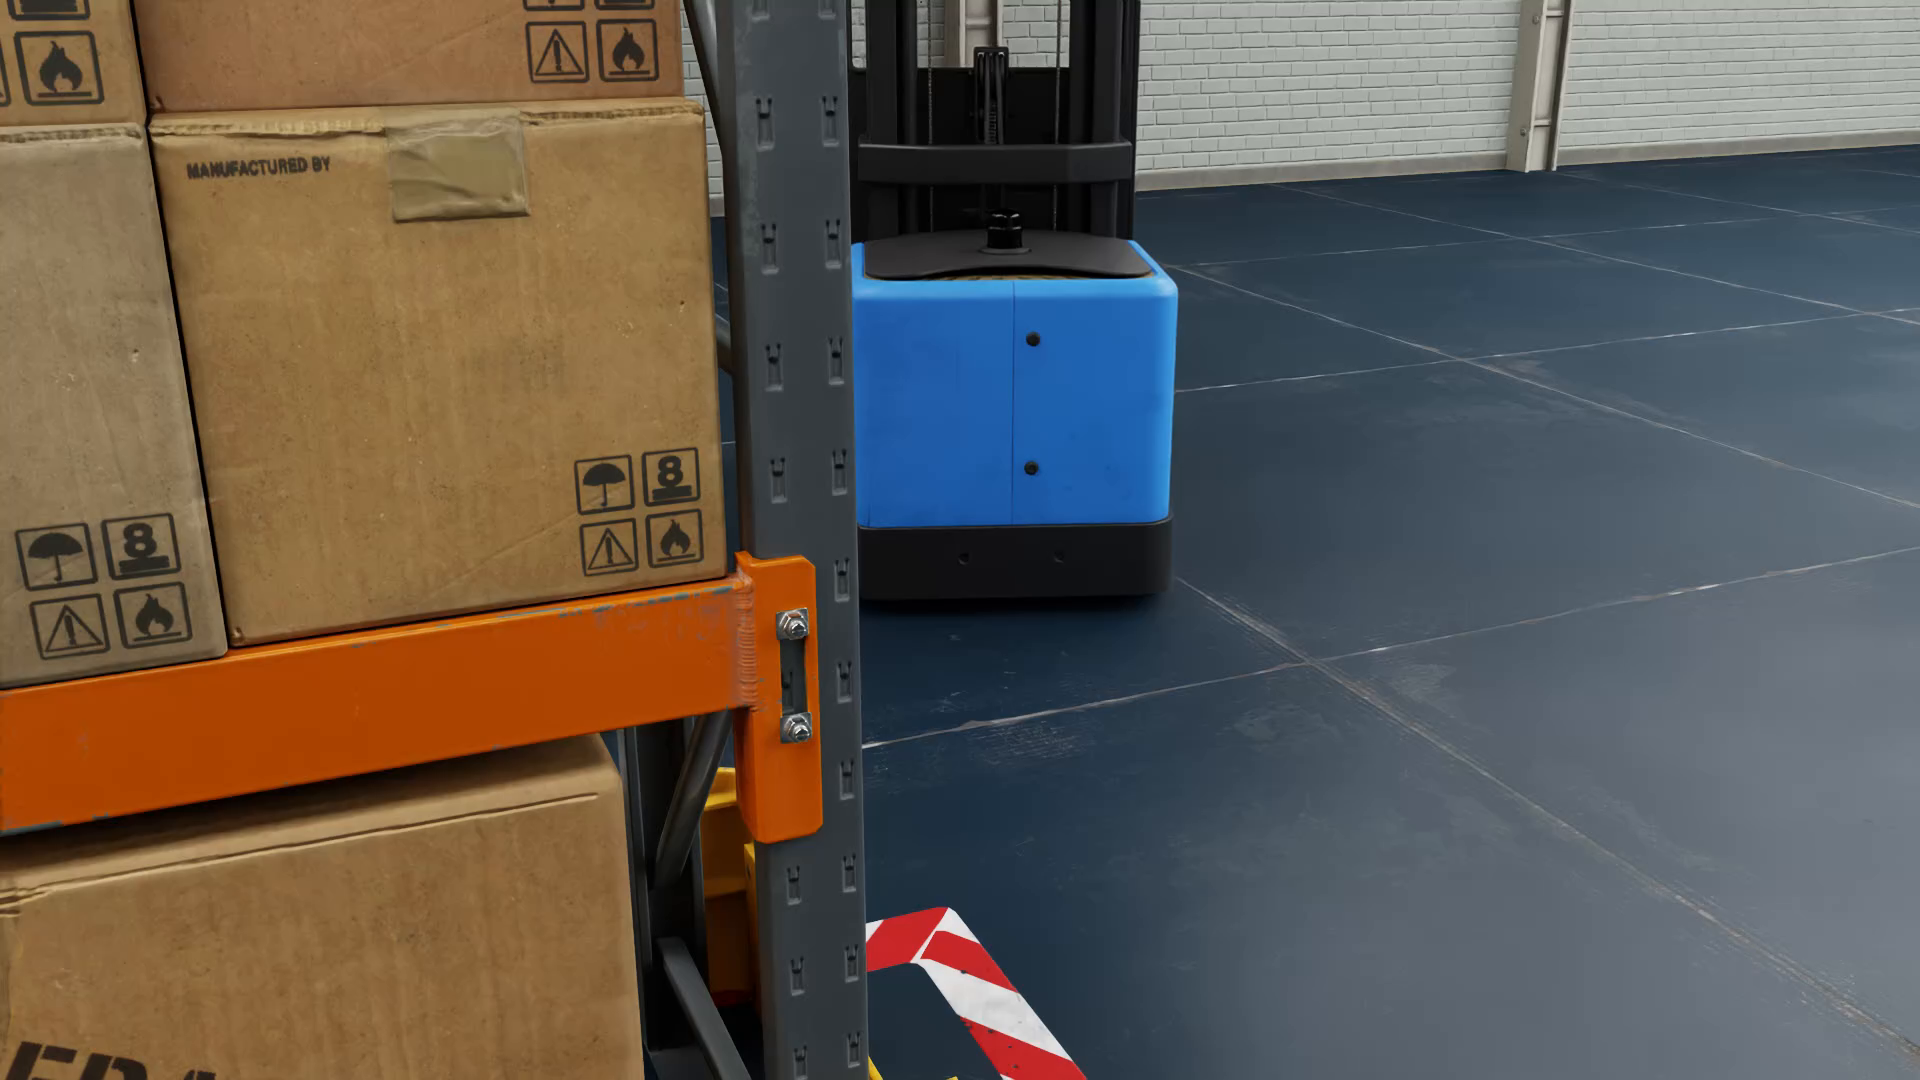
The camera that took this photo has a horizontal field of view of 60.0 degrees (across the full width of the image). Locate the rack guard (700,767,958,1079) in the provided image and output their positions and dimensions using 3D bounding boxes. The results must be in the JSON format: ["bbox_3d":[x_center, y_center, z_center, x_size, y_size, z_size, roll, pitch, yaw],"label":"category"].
[{"bbox_3d":[-0.354,0.875,2.785,0.348,0.500,1.175,-8,21,-22],"label":"rack guard"}]

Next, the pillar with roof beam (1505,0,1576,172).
[{"bbox_3d":[7.329,-6.589,11.187,0.400,9.000,9.100,-8,21,-22],"label":"pillar with roof beam"}]

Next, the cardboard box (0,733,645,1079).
[{"bbox_3d":[-0.972,0.612,2.333,0.875,0.875,0.875,-8,21,-22],"label":"cardboard box"}]

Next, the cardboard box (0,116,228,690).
[{"bbox_3d":[-1.195,-0.230,1.934,0.550,0.550,0.875,-8,21,-22],"label":"cardboard box"}]

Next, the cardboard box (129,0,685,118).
[{"bbox_3d":[-0.732,-0.844,2.052,0.550,0.550,0.875,-8,21,-22],"label":"cardboard box"}]

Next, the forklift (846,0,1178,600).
[{"bbox_3d":[0.081,-1.633,6.246,1.130,2.935,3.031,-1,19,-3],"label":"forklift"}]

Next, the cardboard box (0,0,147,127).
[{"bbox_3d":[-1.200,-0.744,1.766,0.550,0.550,0.875,-8,21,-22],"label":"cardboard box"}]

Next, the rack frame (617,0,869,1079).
[{"bbox_3d":[-0.376,-0.301,2.361,0.127,3.000,1.000,-8,21,-22],"label":"rack frame"}]

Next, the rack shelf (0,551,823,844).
[{"bbox_3d":[-2.212,0.301,1.733,4.000,0.370,1.077,-8,21,-22],"label":"rack shelf"}]

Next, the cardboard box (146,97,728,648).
[{"bbox_3d":[-0.699,-0.309,2.158,0.550,0.550,0.875,-8,21,-22],"label":"cardboard box"}]

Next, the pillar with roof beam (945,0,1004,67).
[{"bbox_3d":[1.819,-5.800,8.945,0.400,9.000,9.100,-8,21,-22],"label":"pillar with roof beam"}]
